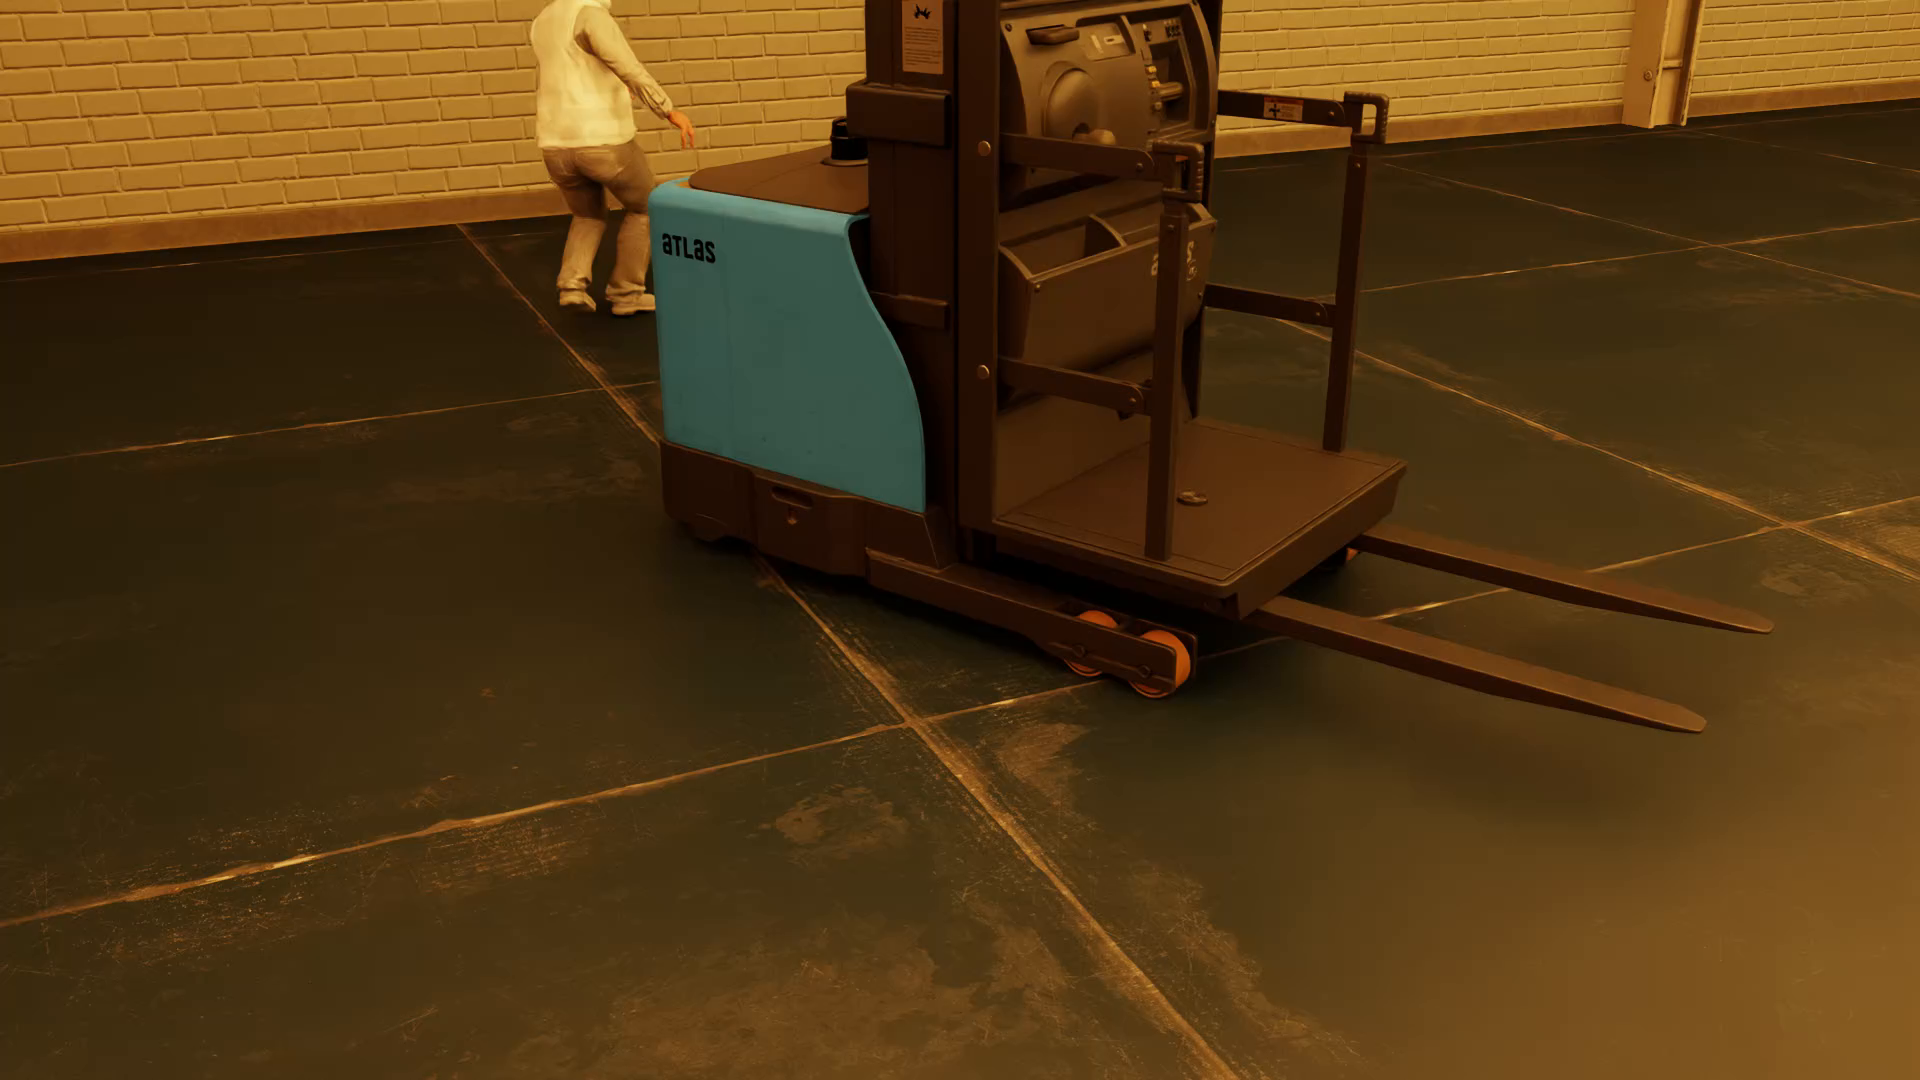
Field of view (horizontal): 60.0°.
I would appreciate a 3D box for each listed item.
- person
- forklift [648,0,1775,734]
[{"bbox_3d":[-1.471,-1.779,7.238,0.798,1.652,0.782,13,26,28],"label":"person"},{"bbox_3d":[0.568,-1.190,4.150,3.031,2.935,1.130,16,27,34],"label":"forklift"}]
